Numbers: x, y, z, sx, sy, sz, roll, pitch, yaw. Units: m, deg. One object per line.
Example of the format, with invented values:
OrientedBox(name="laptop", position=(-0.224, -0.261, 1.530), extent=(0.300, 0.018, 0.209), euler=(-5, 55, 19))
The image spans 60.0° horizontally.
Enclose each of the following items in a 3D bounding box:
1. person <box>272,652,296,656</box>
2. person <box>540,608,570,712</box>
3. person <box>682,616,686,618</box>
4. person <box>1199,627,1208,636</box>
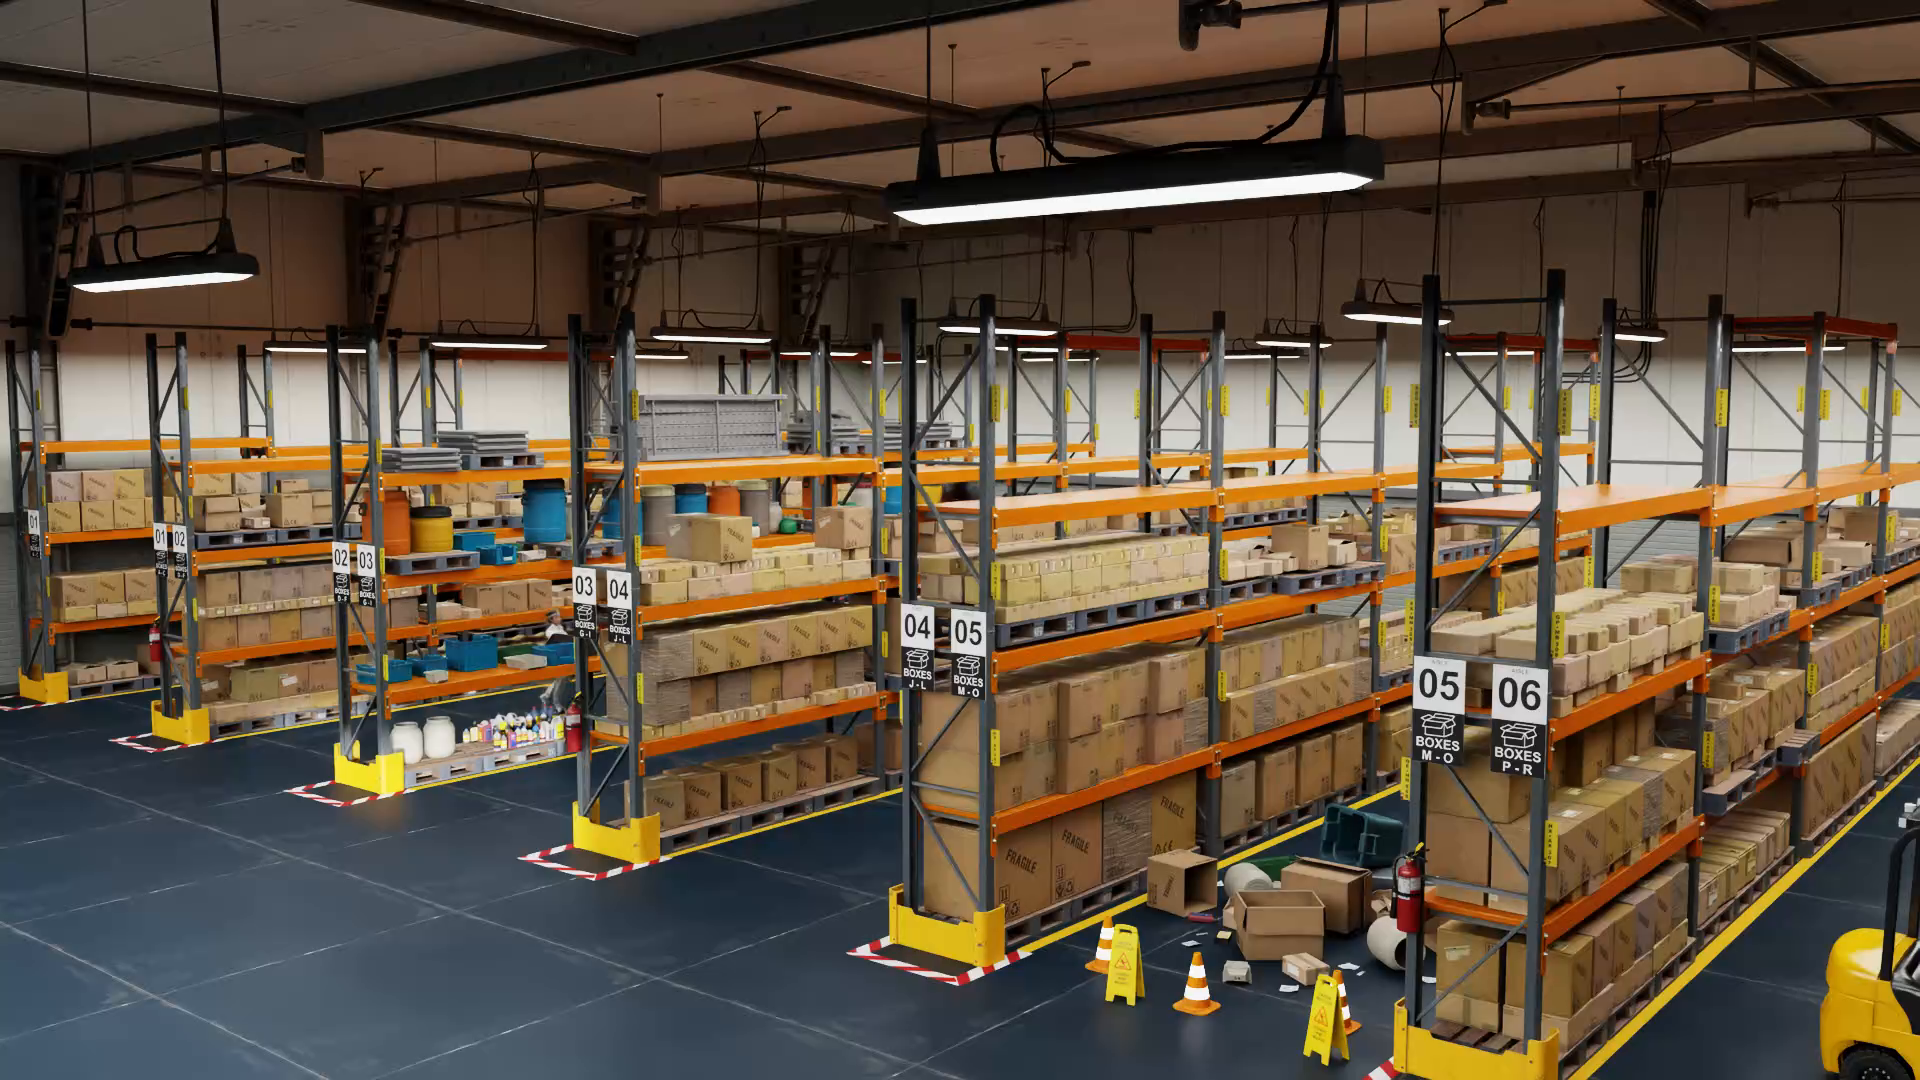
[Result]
OrientedBox(name="person", position=(-11.288, 1.878, 27.794), extent=(0.476, 1.602, 0.389), euler=(-3, 6, -26))
OrientedBox(name="person", position=(-6.449, 1.919, 26.598), extent=(0.475, 1.686, 0.476), euler=(-1, 5, -16))
OrientedBox(name="person", position=(-4.901, 1.501, 30.643), extent=(0.477, 1.735, 0.966), euler=(5, 7, 43))
OrientedBox(name="person", position=(3.704, 2.027, 24.945), extent=(0.604, 1.783, 0.393), euler=(-5, 7, -41))
